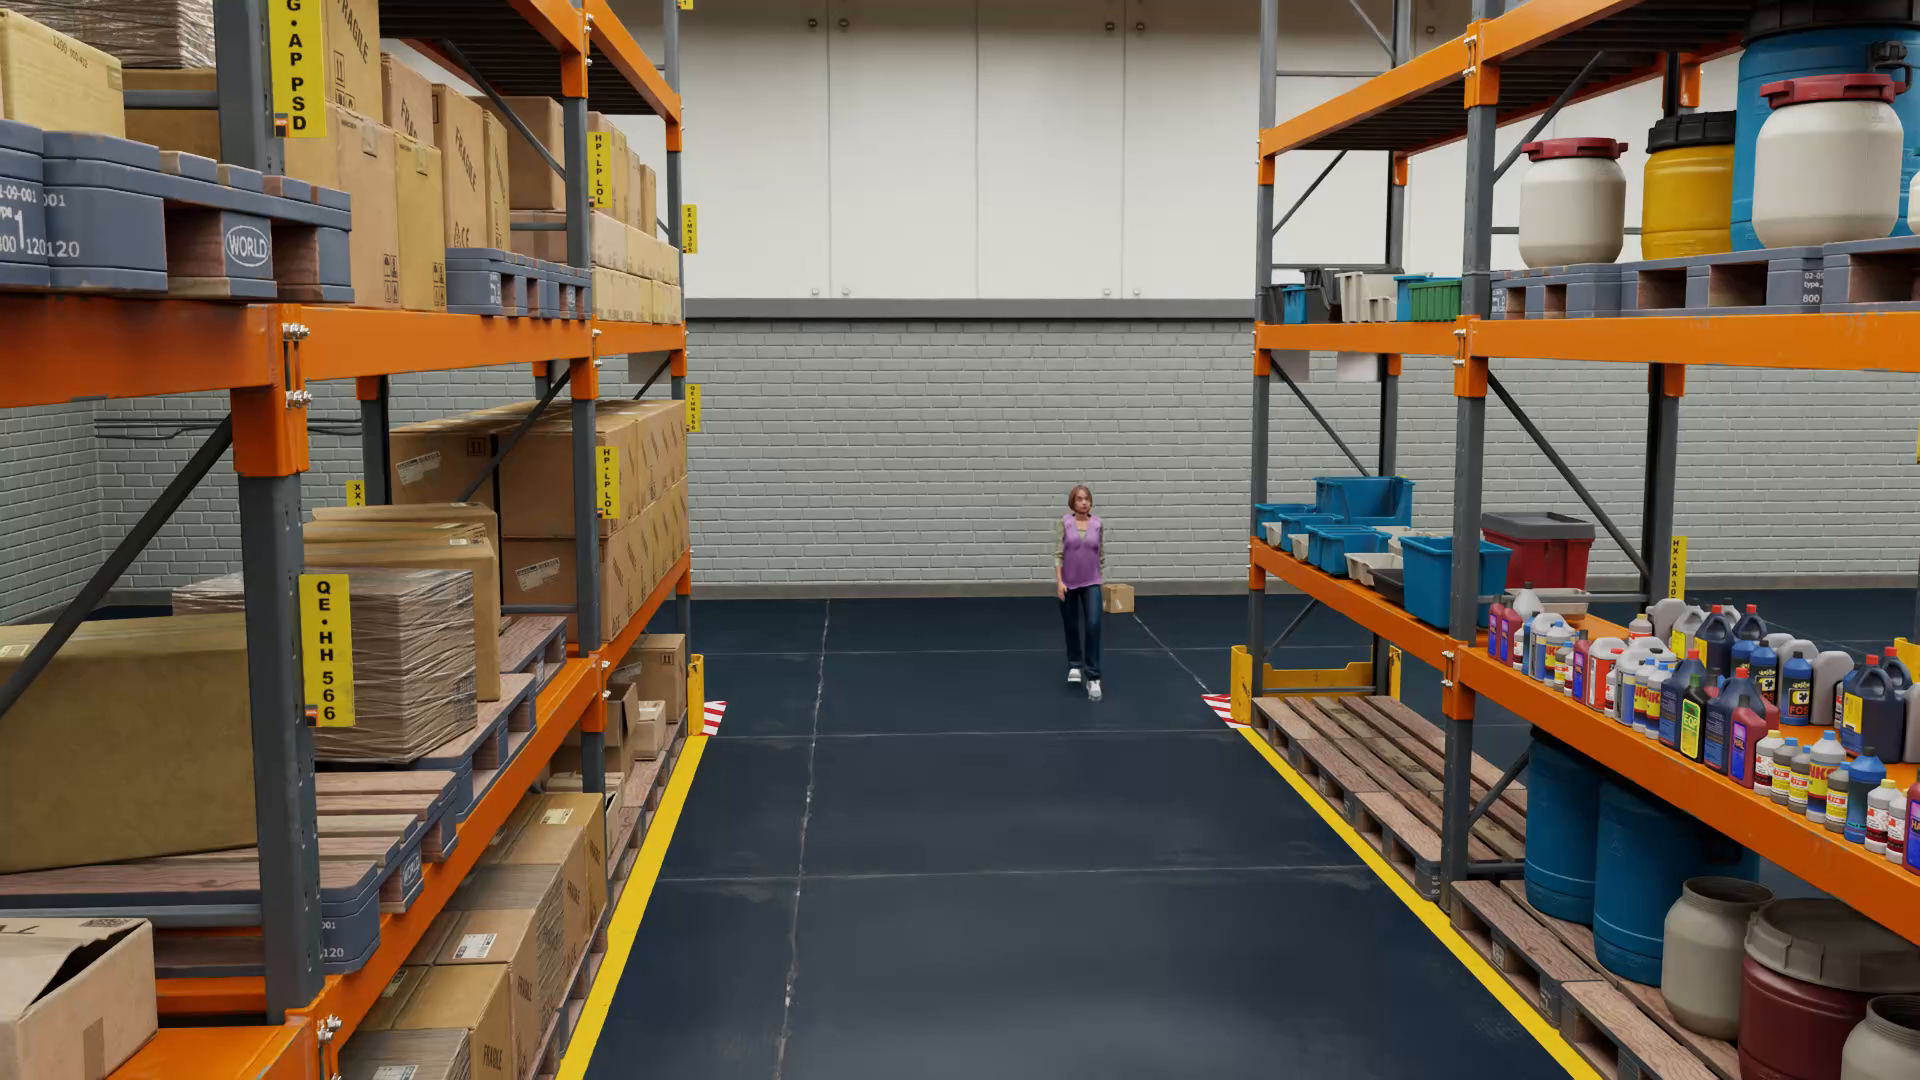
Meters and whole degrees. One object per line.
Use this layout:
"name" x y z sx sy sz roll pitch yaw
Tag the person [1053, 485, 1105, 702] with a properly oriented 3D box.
"person" 0.918 0.423 12.753 0.408 1.494 0.794 0 7 2
